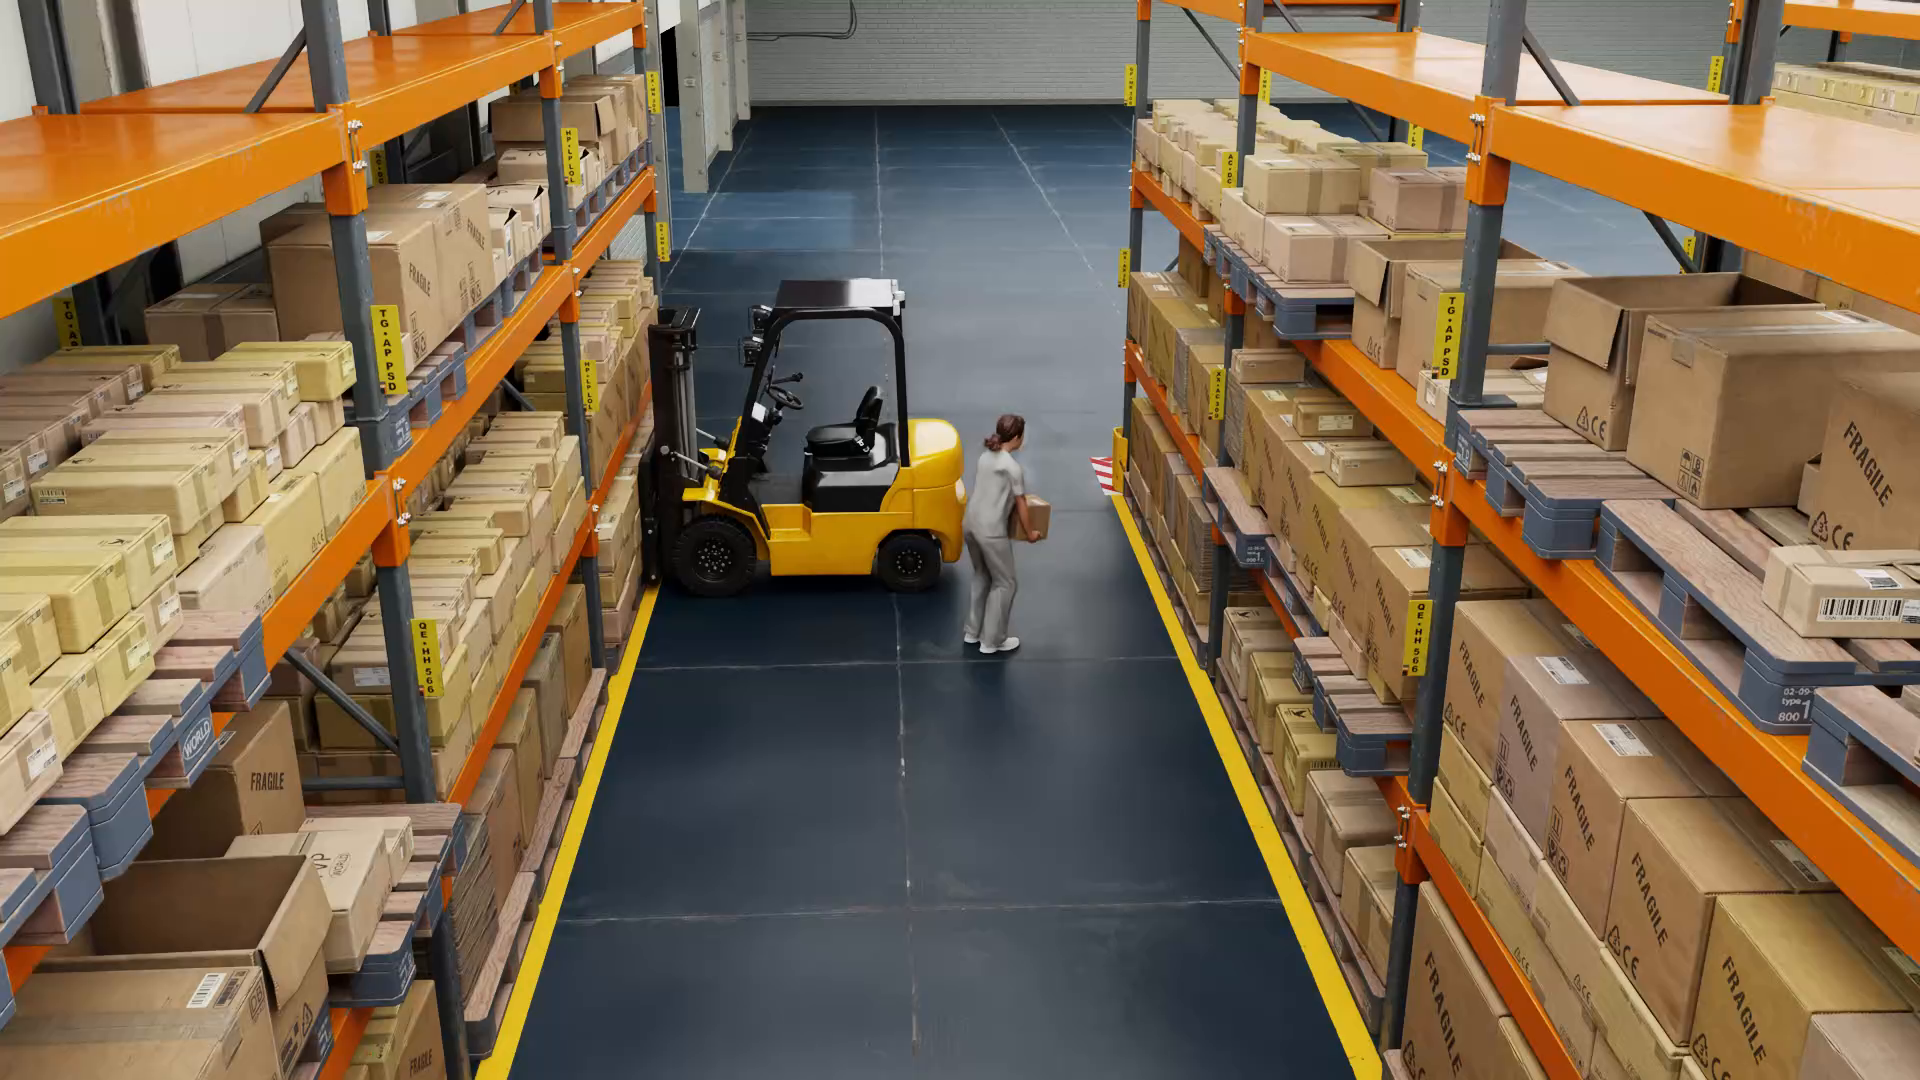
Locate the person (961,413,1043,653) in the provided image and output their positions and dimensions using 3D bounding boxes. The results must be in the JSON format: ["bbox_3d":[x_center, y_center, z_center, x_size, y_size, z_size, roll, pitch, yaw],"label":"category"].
[{"bbox_3d":[0.278,-0.063,11.321,0.545,1.630,0.417,-13,24,-31],"label":"person"}]
